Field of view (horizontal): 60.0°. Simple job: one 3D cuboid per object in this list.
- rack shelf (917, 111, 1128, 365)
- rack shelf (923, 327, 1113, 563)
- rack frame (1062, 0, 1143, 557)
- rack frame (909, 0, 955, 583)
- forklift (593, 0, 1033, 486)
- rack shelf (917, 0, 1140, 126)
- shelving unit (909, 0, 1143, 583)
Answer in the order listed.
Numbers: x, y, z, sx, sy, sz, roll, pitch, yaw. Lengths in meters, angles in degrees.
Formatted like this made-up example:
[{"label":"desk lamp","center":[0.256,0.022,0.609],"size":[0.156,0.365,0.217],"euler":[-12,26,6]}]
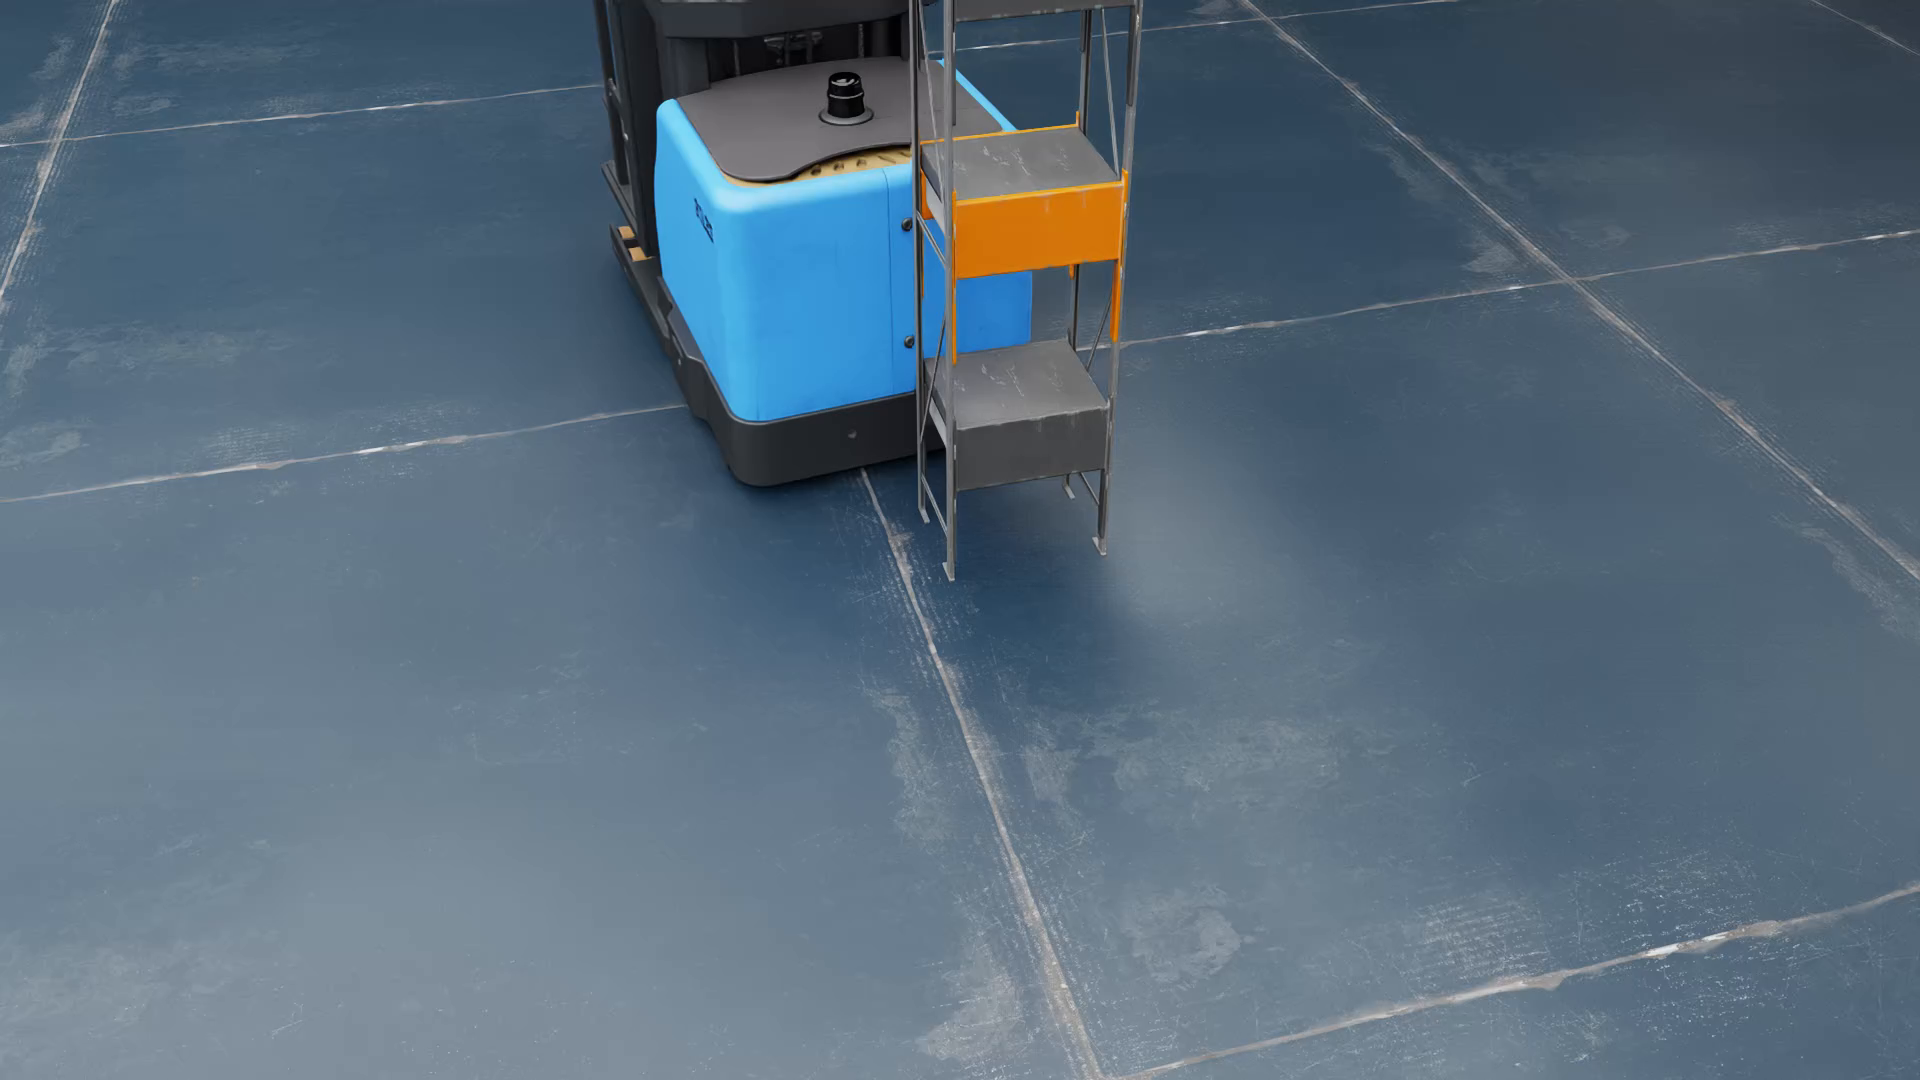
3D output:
[{"label":"rack shelf","center":[0.160,-0.849,4.655],"size":[0.480,0.518,0.431],"euler":[-9,38,-12]},{"label":"rack shelf","center":[0.160,-0.293,5.080],"size":[0.480,0.518,0.431],"euler":[-9,38,-12]},{"label":"rack frame","center":[0.395,-0.899,4.697],"size":[0.015,2.100,0.400],"euler":[-9,38,-12]},{"label":"rack frame","center":[-0.076,-0.822,4.596],"size":[0.015,2.100,0.400],"euler":[-9,38,-12]},{"label":"forklift","center":[-0.755,-2.233,5.757],"size":[1.130,2.935,3.031],"euler":[-13,39,-17]},{"label":"rack shelf","center":[0.160,-1.405,4.229],"size":[0.480,0.518,0.431],"euler":[-9,38,-12]},{"label":"shelving unit","center":[0.160,-0.860,4.646],"size":[0.503,2.100,0.431],"euler":[-9,38,-12]}]
